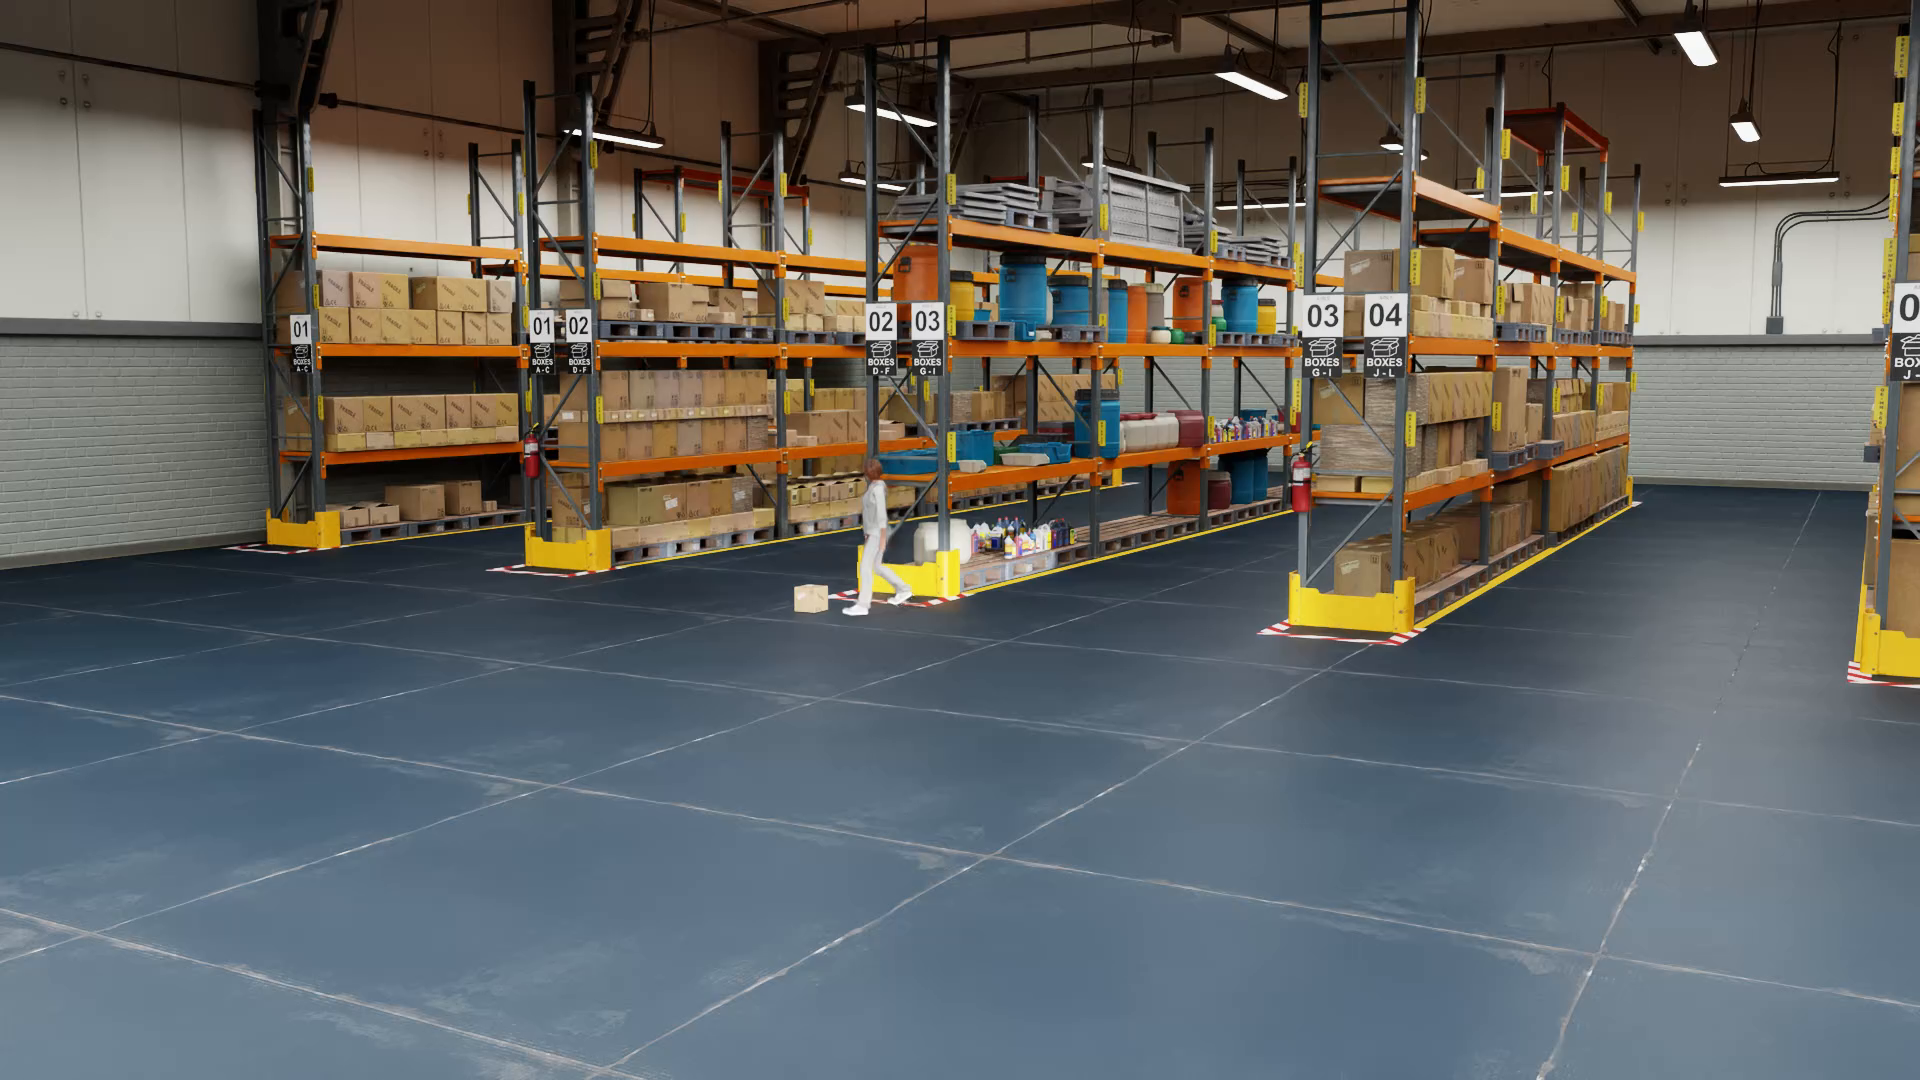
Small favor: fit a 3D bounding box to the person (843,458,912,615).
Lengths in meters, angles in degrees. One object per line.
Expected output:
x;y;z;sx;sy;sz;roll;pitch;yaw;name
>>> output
-0.838;-0.046;16.882;0.749;1.568;0.441;-1;6;-8;person
